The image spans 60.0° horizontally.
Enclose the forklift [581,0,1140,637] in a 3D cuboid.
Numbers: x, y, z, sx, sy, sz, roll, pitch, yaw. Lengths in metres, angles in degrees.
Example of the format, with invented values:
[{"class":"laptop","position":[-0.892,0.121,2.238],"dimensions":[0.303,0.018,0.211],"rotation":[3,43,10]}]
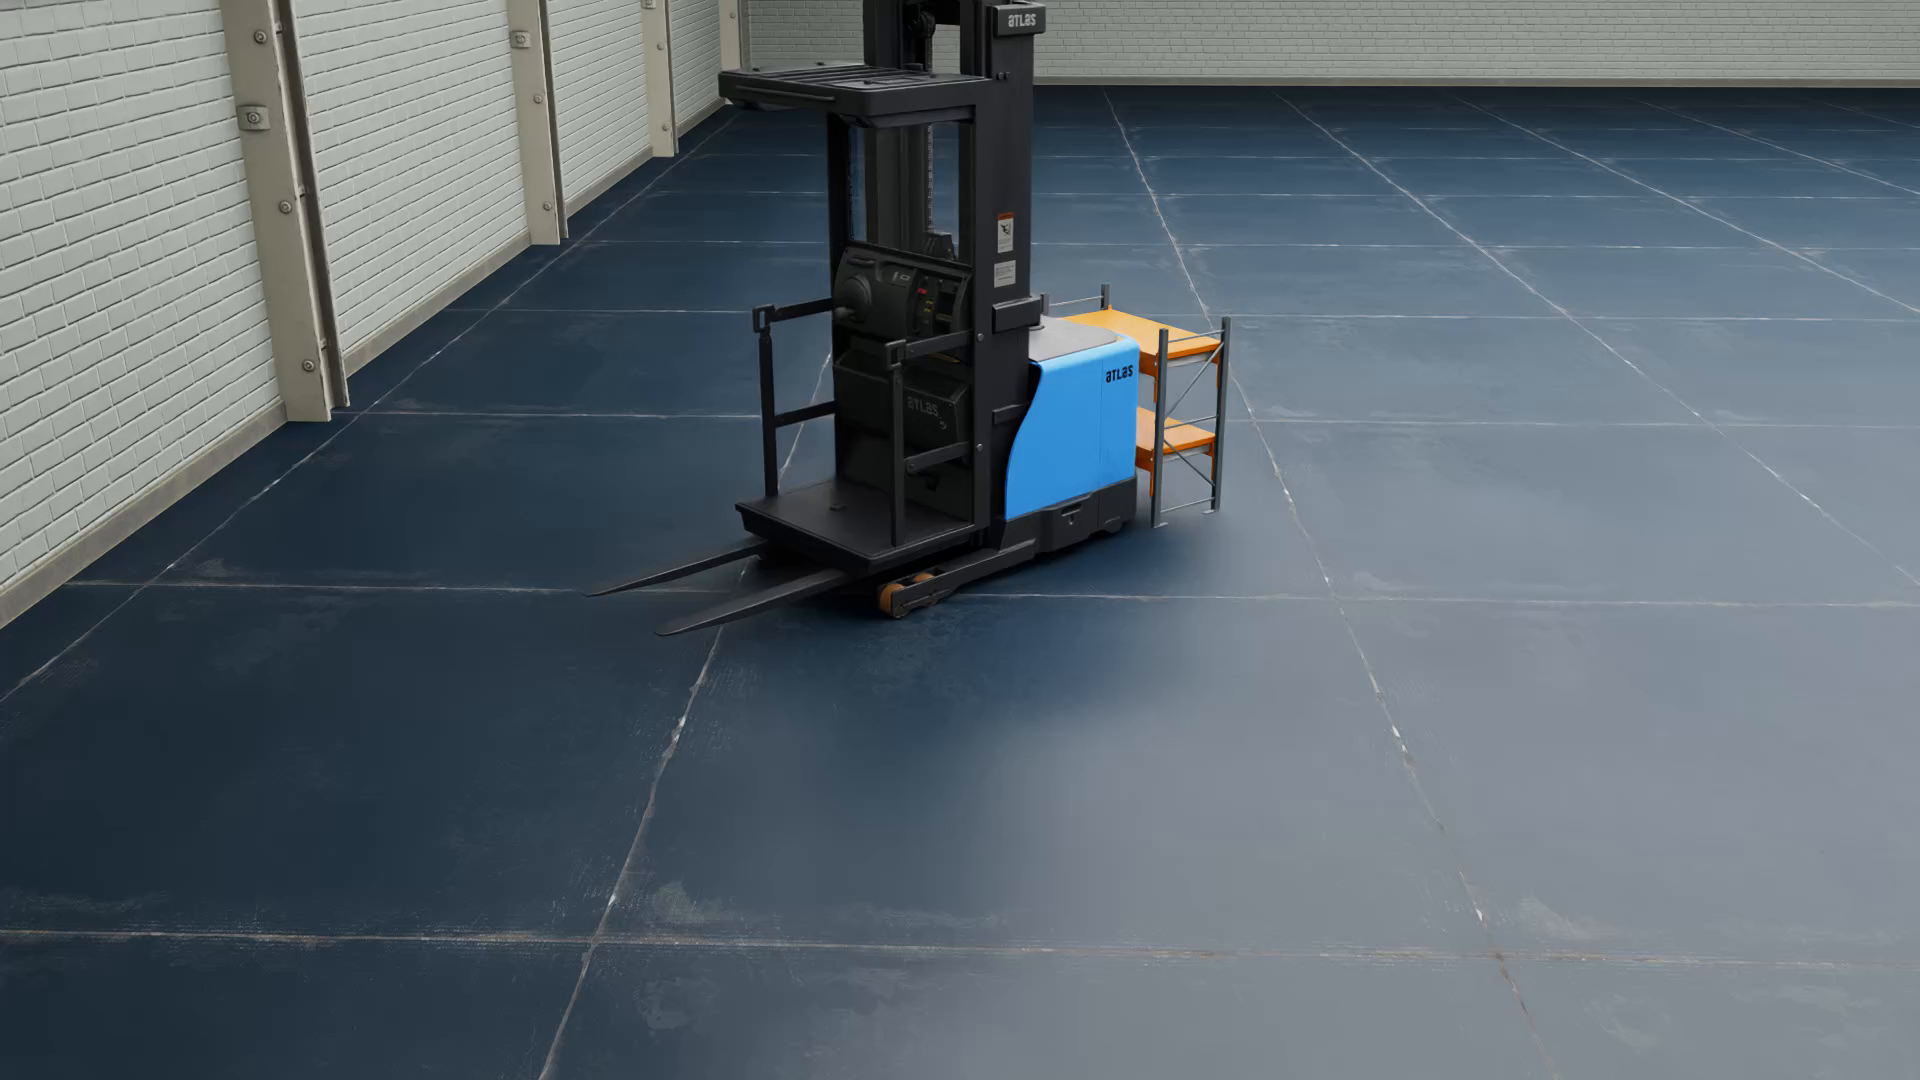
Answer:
[{"class":"forklift","position":[-0.446,-1.200,8.070],"dimensions":[3.031,2.935,1.130],"rotation":[-19,28,-40]}]

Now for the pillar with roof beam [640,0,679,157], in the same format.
[{"class":"pillar with roof beam","position":[0.317,-9.348,20.682],"dimensions":[9.100,9.000,0.400],"rotation":[1,21,2]}]

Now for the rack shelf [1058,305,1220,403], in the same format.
[{"class":"rack shelf","position":[0.971,-1.066,9.412],"dimensions":[0.538,0.278,1.000],"rotation":[-14,25,-33]}]

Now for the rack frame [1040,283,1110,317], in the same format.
[{"class":"rack frame","position":[0.675,-0.943,9.904],"dimensions":[0.500,1.125,0.032],"rotation":[-14,25,-33]}]

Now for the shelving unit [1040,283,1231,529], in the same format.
[{"class":"shelving unit","position":[0.971,-0.793,9.518],"dimensions":[0.538,1.125,1.048],"rotation":[-14,25,-33]}]

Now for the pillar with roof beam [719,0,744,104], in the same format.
[{"class":"pillar with roof beam","position":[0.500,-11.518,26.273],"dimensions":[9.100,9.000,0.400],"rotation":[1,21,2]}]

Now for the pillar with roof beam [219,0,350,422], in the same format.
[{"class":"pillar with roof beam","position":[-0.048,-5.009,9.499],"dimensions":[9.100,9.000,0.400],"rotation":[1,21,2]}]

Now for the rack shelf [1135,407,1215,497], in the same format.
[{"class":"rack shelf","position":[0.971,-0.565,9.606],"dimensions":[0.538,0.278,1.000],"rotation":[-14,25,-33]}]

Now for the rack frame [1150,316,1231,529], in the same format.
[{"class":"rack frame","position":[1.266,-0.643,9.132],"dimensions":[0.500,1.125,0.032],"rotation":[-14,25,-33]}]

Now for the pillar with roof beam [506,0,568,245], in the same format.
[{"class":"pillar with roof beam","position":[0.135,-7.179,15.090],"dimensions":[9.100,9.000,0.400],"rotation":[1,21,2]}]
